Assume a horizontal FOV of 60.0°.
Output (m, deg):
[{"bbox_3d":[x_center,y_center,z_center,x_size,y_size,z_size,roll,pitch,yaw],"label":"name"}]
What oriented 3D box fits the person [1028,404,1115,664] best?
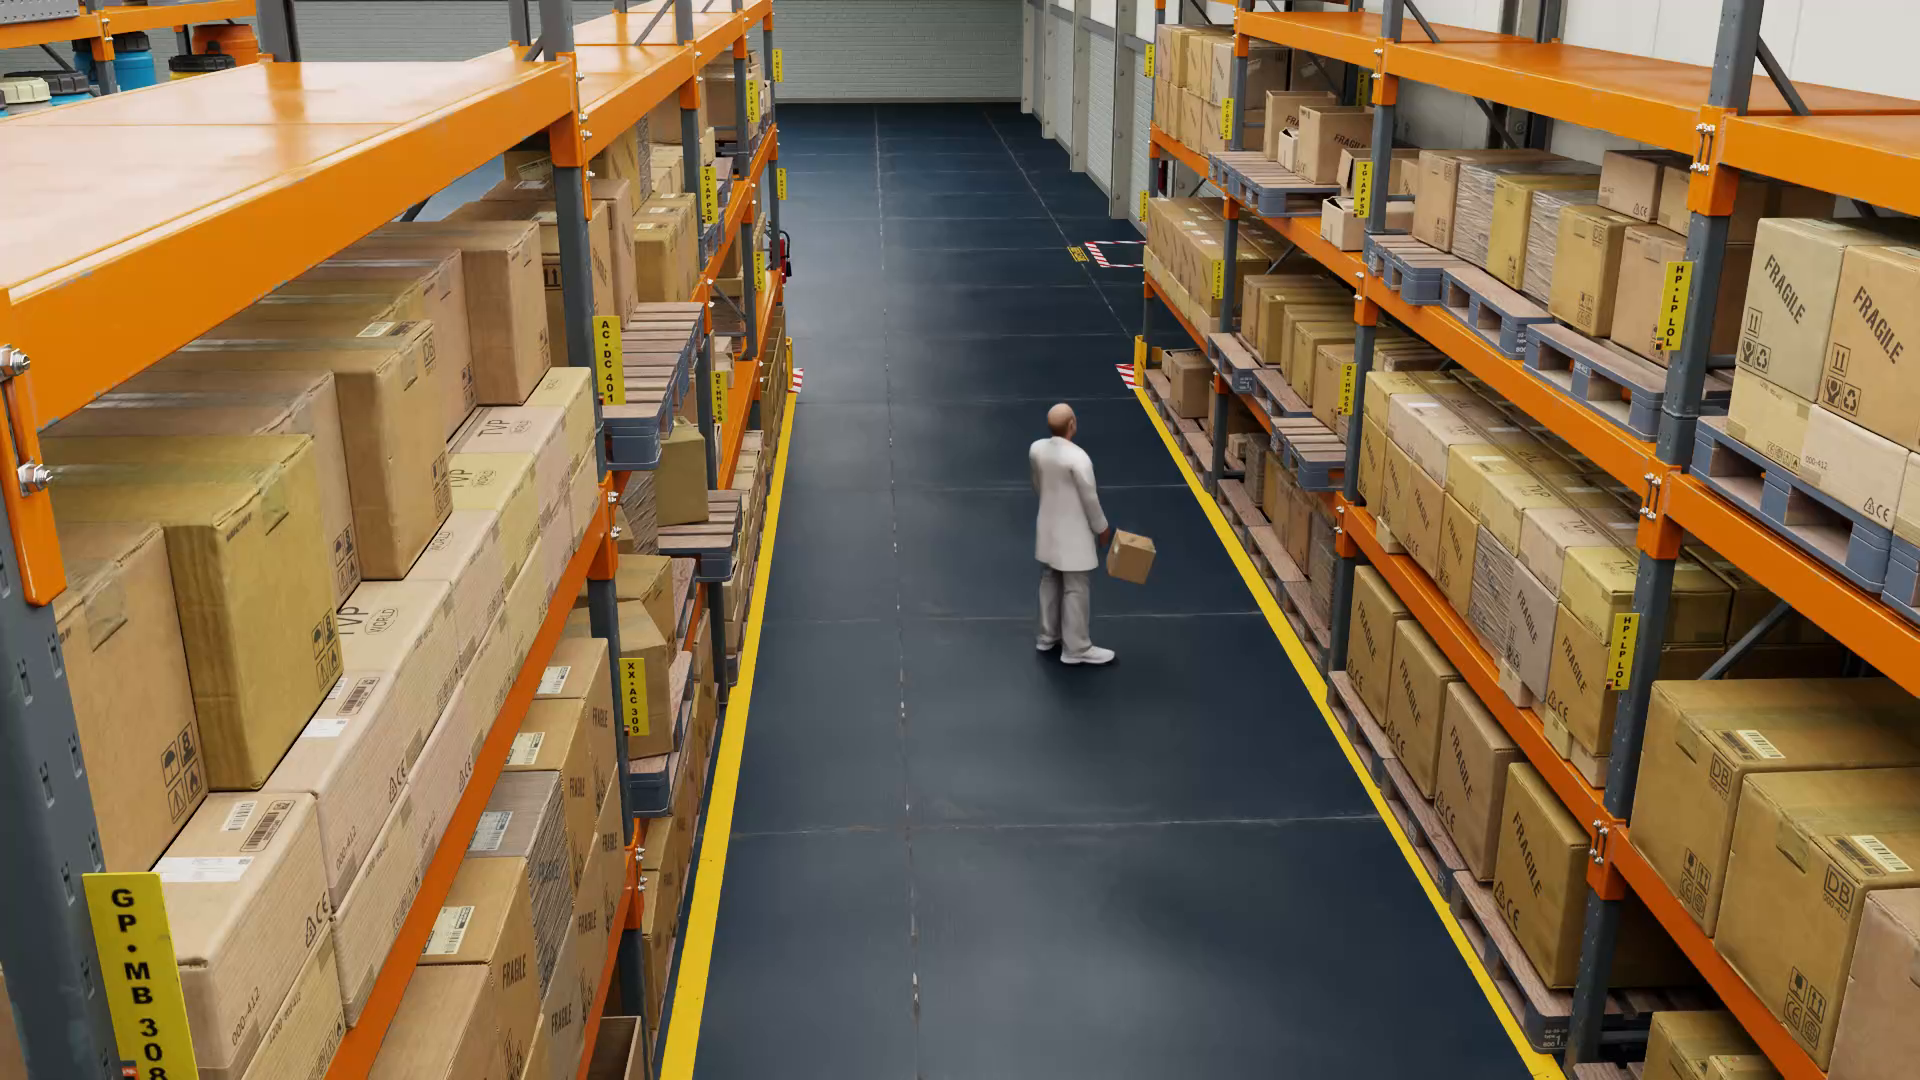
[{"bbox_3d":[0.747,-0.062,11.207,0.422,1.791,0.622,-16,25,-36],"label":"person"}]
